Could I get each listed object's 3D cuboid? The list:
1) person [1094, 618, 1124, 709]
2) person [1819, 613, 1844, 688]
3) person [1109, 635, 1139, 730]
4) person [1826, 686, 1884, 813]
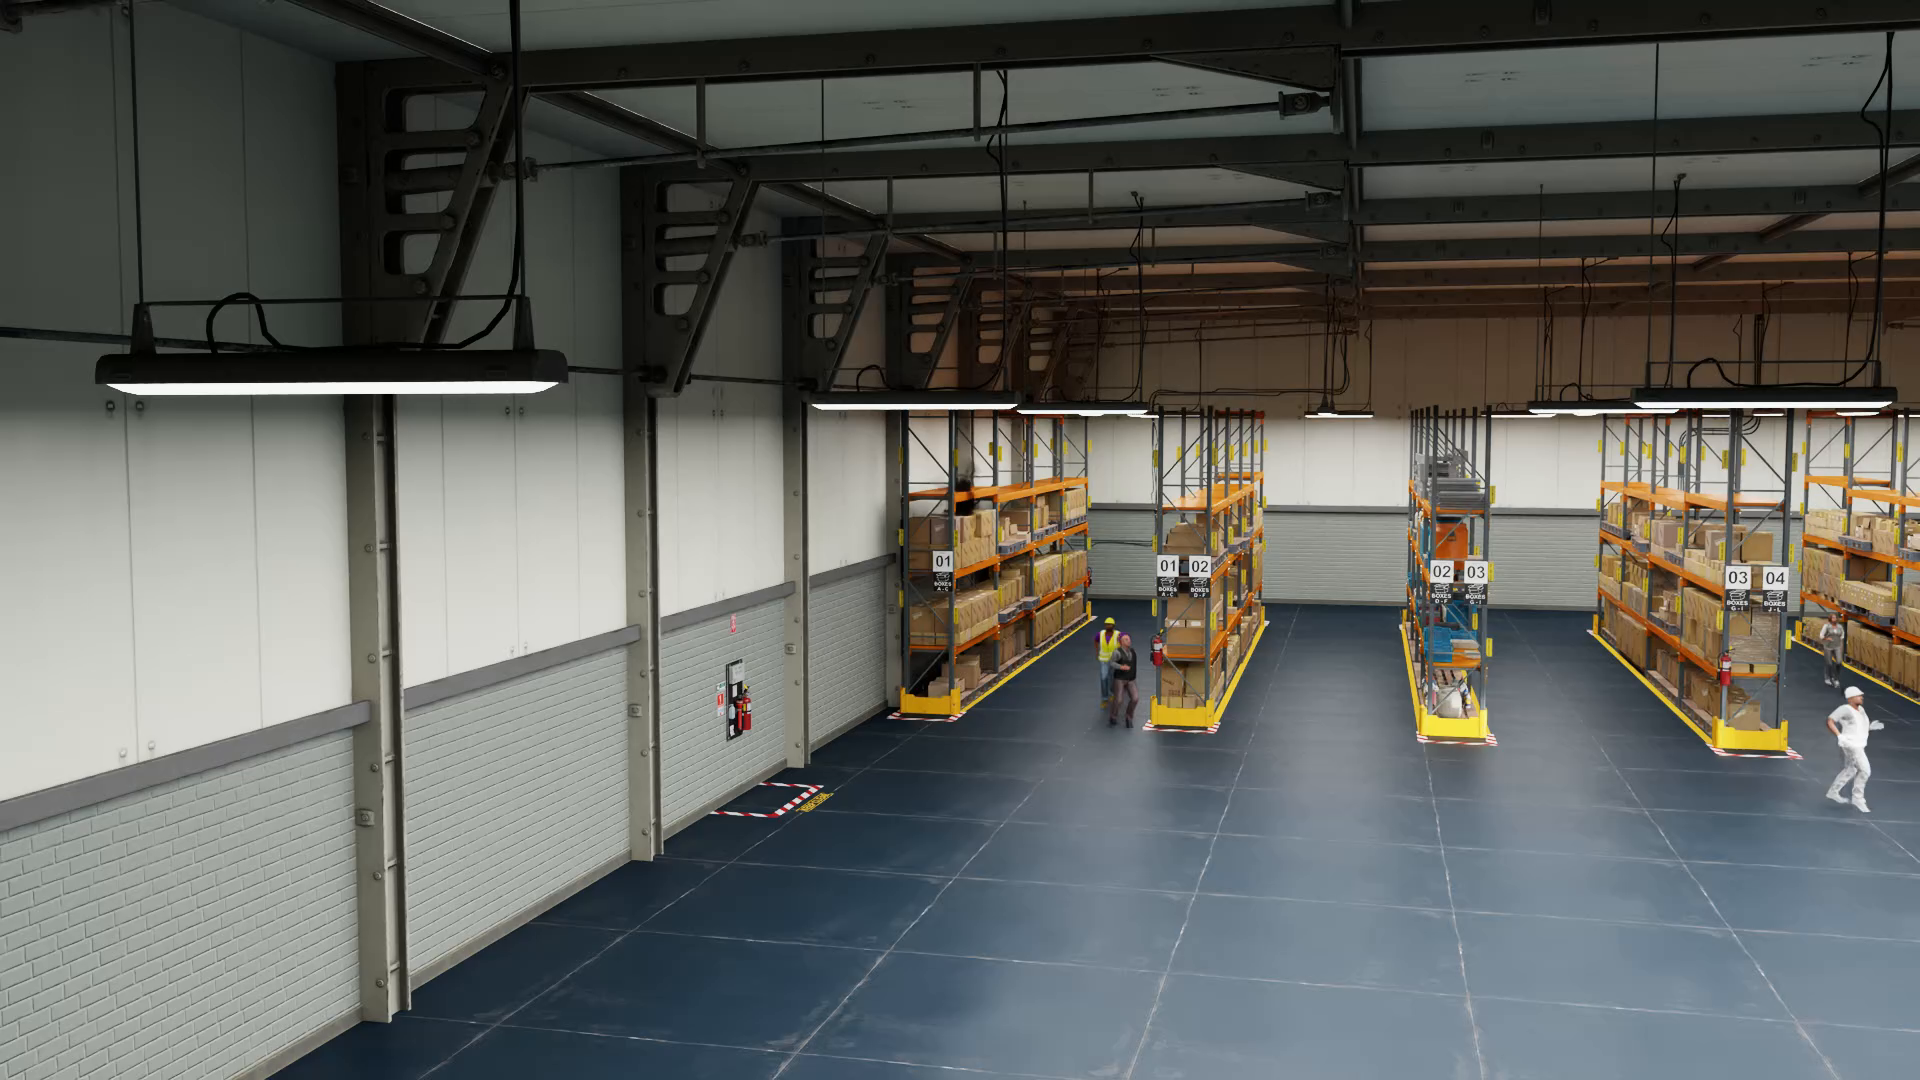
[{"bbox_3d":[3.018,2.455,33.348,0.680,1.822,0.794,1,4,8],"label":"person"},{"bbox_3d":[18.739,2.368,35.726,0.532,1.615,0.678,1,4,16],"label":"person"},{"bbox_3d":[3.080,2.653,30.984,0.657,1.775,0.677,-1,4,-20],"label":"person"},{"bbox_3d":[13.164,3.075,24.495,0.731,1.840,0.658,4,6,44],"label":"person"}]
